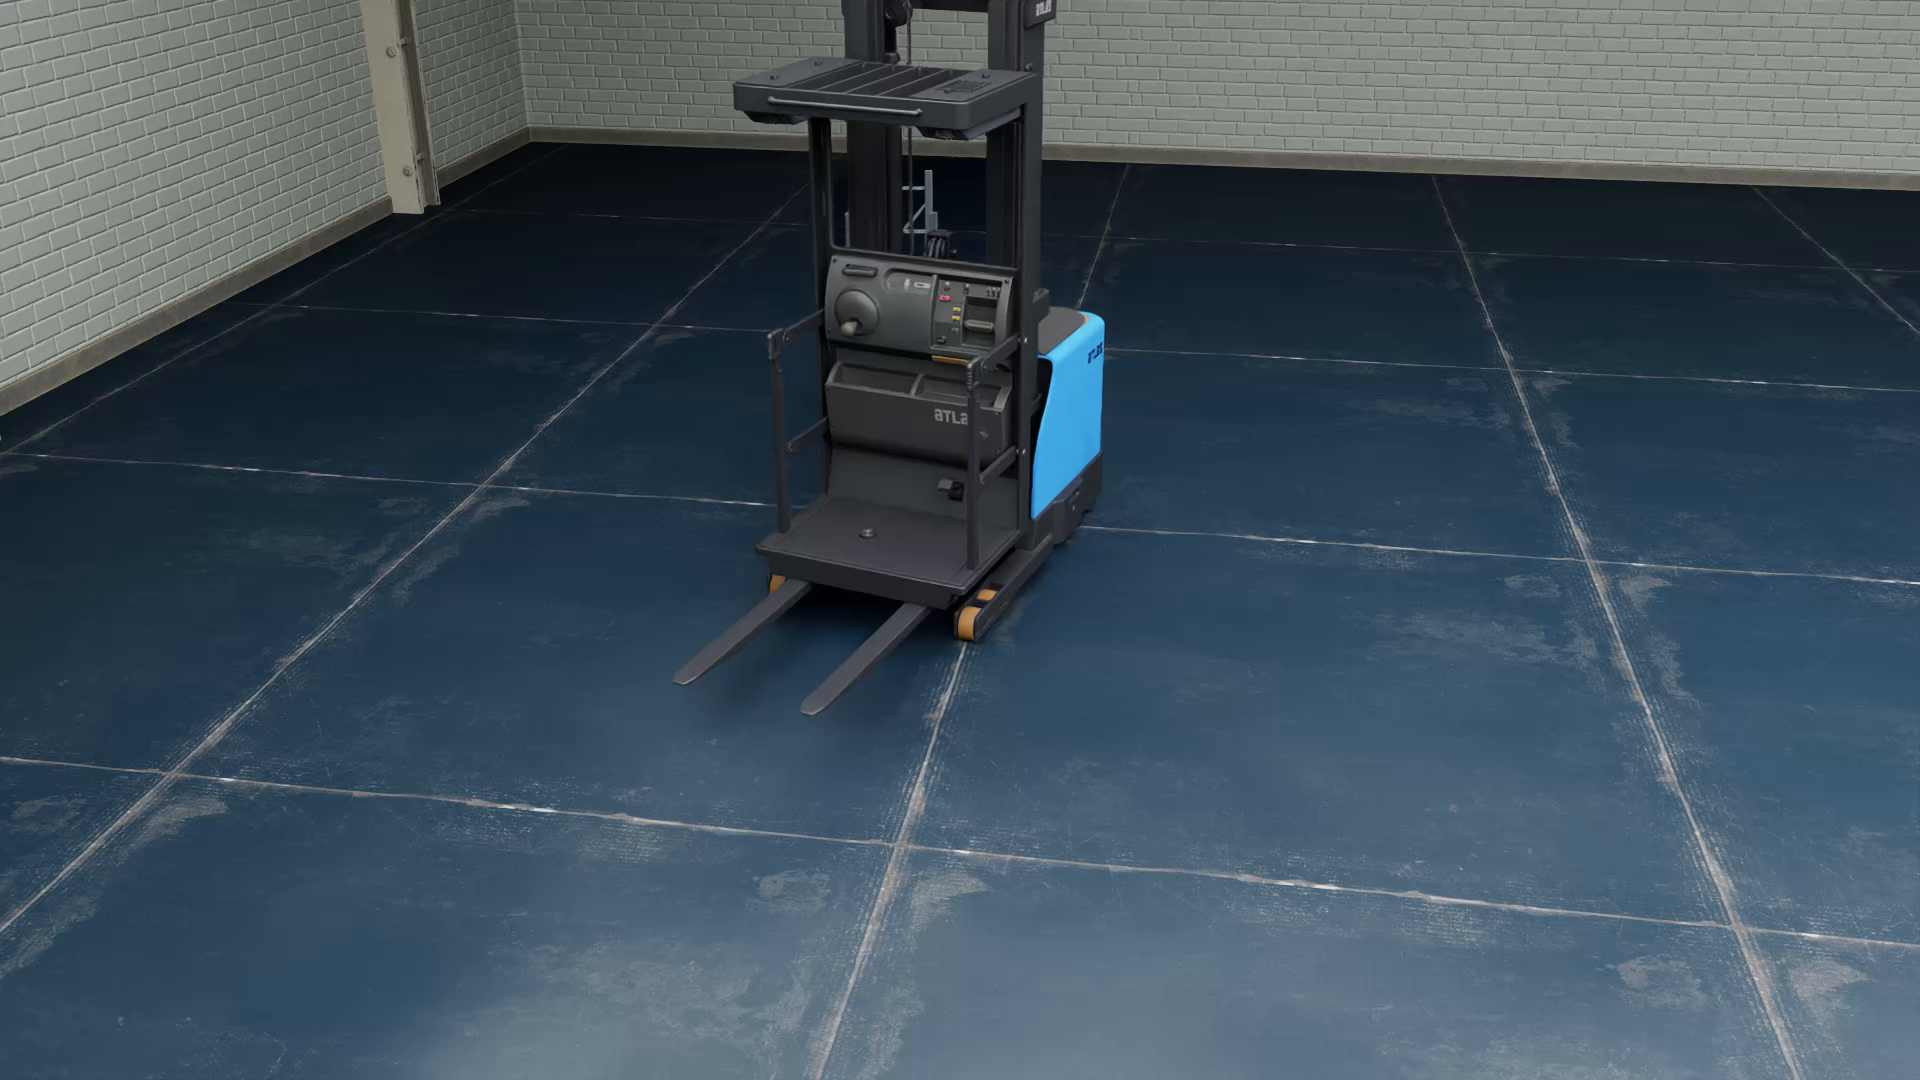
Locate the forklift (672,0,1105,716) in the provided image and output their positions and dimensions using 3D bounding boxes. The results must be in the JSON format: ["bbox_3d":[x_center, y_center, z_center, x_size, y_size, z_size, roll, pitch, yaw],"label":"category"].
[{"bbox_3d":[-0.285,-1.061,7.560,1.130,2.935,3.031,11,27,22],"label":"forklift"}]

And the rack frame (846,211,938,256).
[{"bbox_3d":[-0.369,-1.093,9.315,0.500,1.500,0.032,-1,25,-2],"label":"rack frame"}]

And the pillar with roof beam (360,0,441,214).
[{"bbox_3d":[-0.748,-6.825,12.715,9.100,9.000,0.400,4,25,9],"label":"pillar with roof beam"}]

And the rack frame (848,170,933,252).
[{"bbox_3d":[-0.415,-1.523,10.235,0.500,1.500,0.032,-1,25,-2],"label":"rack frame"}]

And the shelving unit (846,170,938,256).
[{"bbox_3d":[-0.392,-1.304,9.767,0.587,1.500,1.083,-1,25,-2],"label":"shelving unit"}]
